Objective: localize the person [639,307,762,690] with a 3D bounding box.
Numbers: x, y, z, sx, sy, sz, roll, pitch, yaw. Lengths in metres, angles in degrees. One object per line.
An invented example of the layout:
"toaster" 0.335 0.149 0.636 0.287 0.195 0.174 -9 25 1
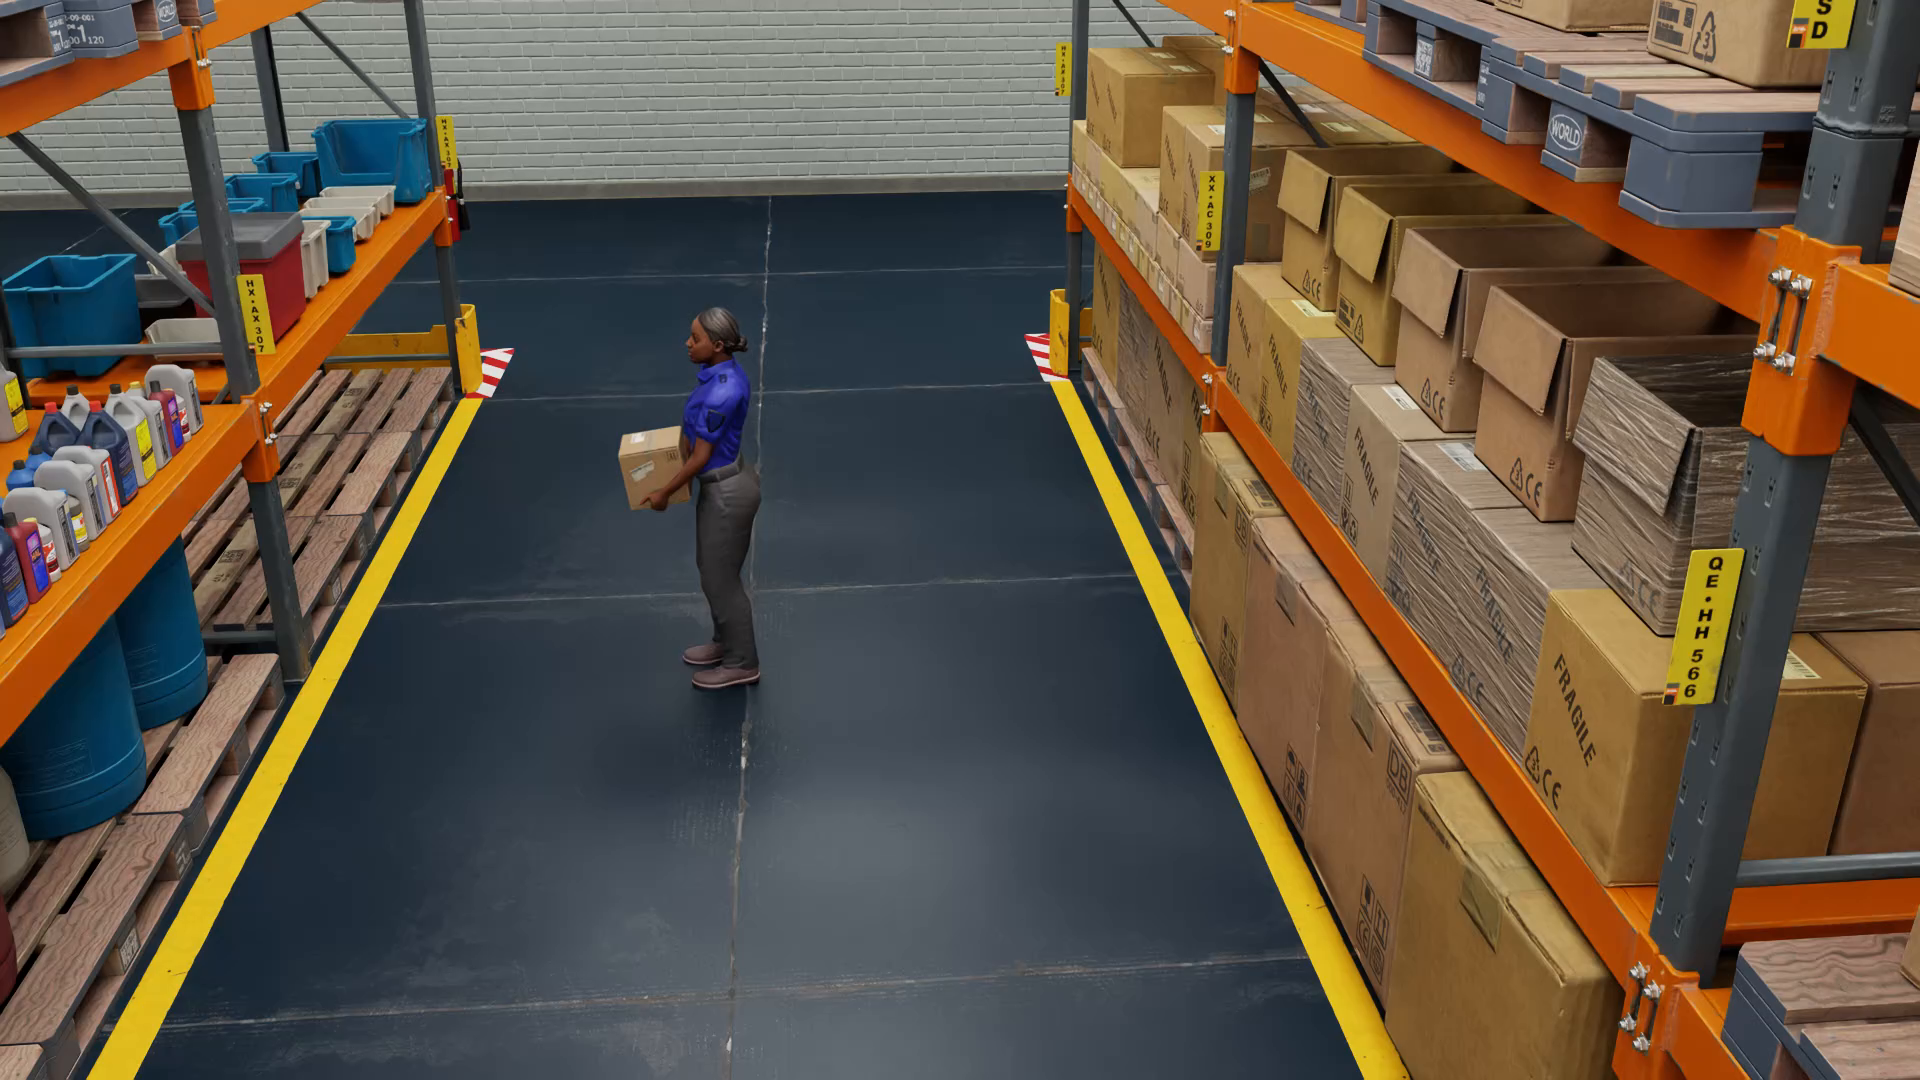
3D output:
"person" -1.089 -0.174 7.013 0.502 1.657 0.434 -3 24 -6
